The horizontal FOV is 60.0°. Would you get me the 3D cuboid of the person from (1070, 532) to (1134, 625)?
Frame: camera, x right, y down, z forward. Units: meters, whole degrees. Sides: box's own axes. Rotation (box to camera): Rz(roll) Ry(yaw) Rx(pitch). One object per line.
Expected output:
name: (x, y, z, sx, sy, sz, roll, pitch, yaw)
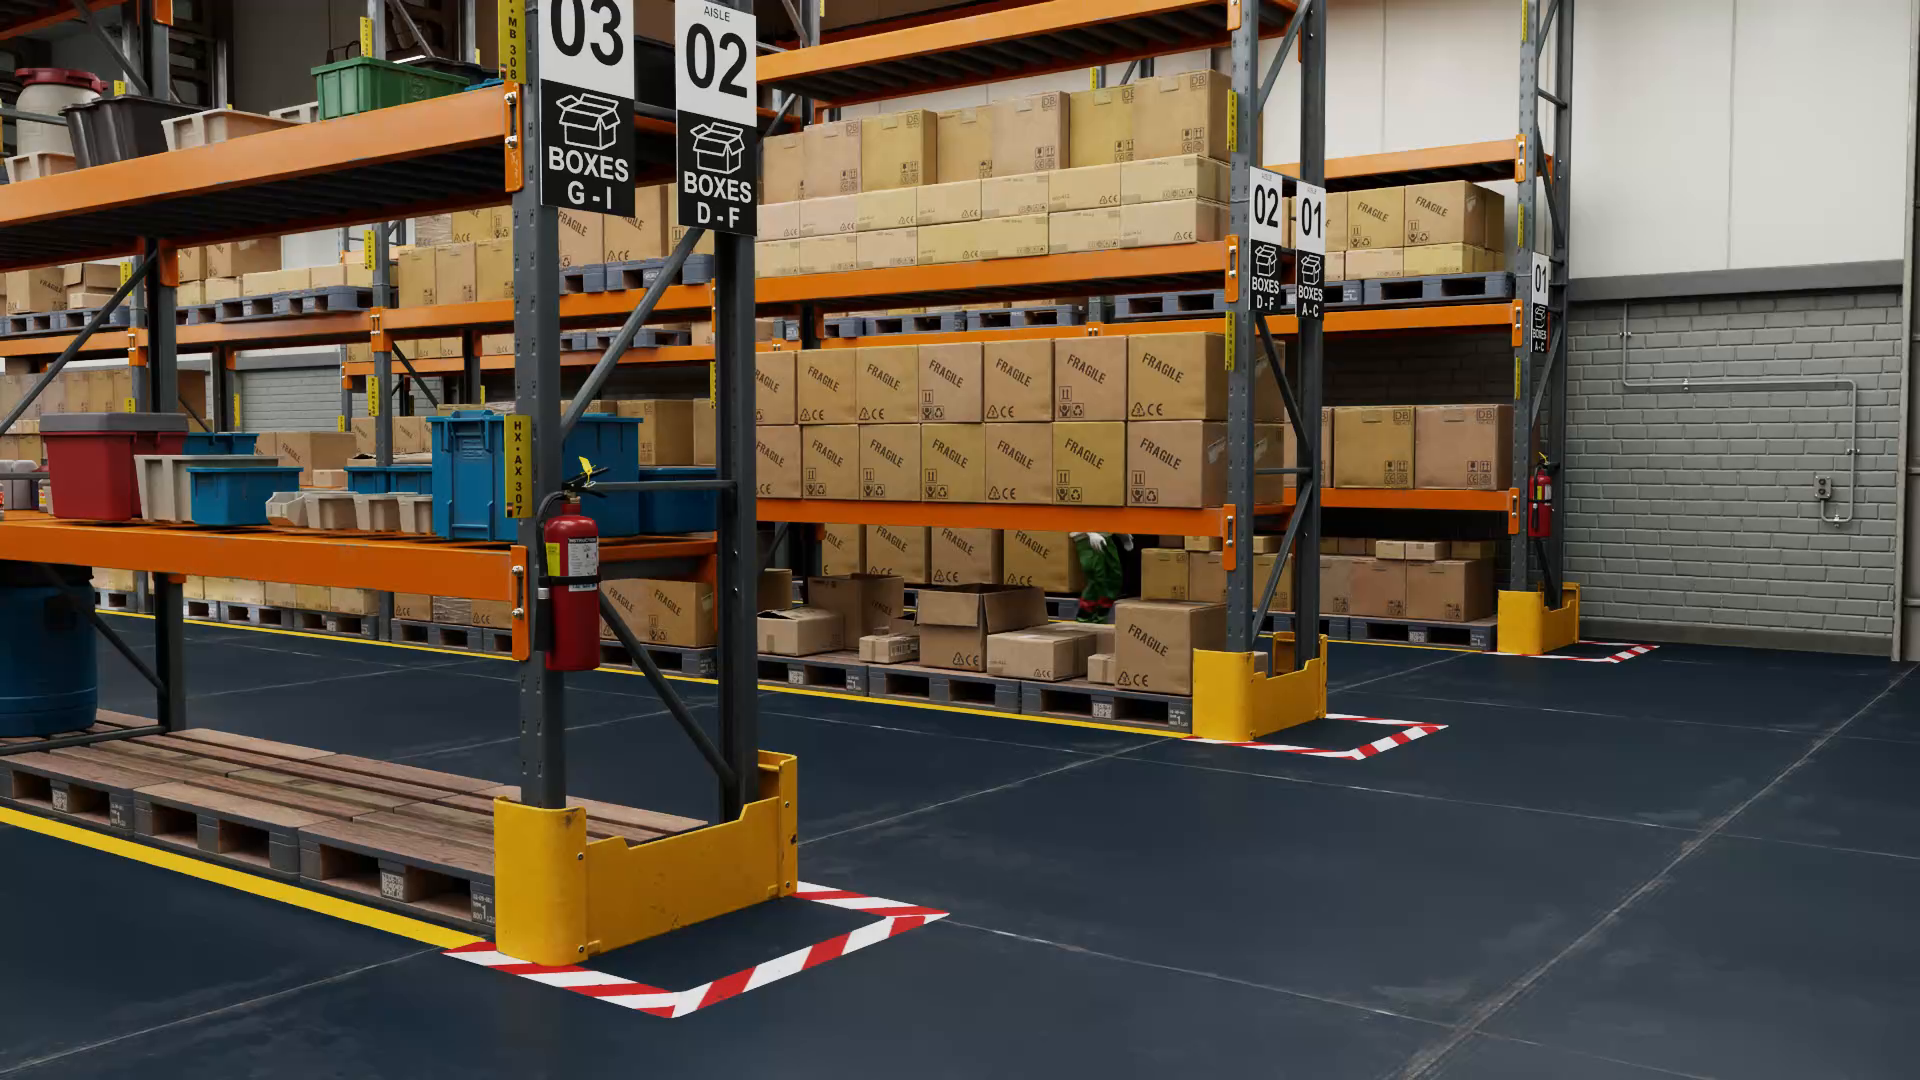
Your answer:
person: (1.239, -0.012, 14.563, 0.496, 1.712, 0.549, 2, 4, 37)
